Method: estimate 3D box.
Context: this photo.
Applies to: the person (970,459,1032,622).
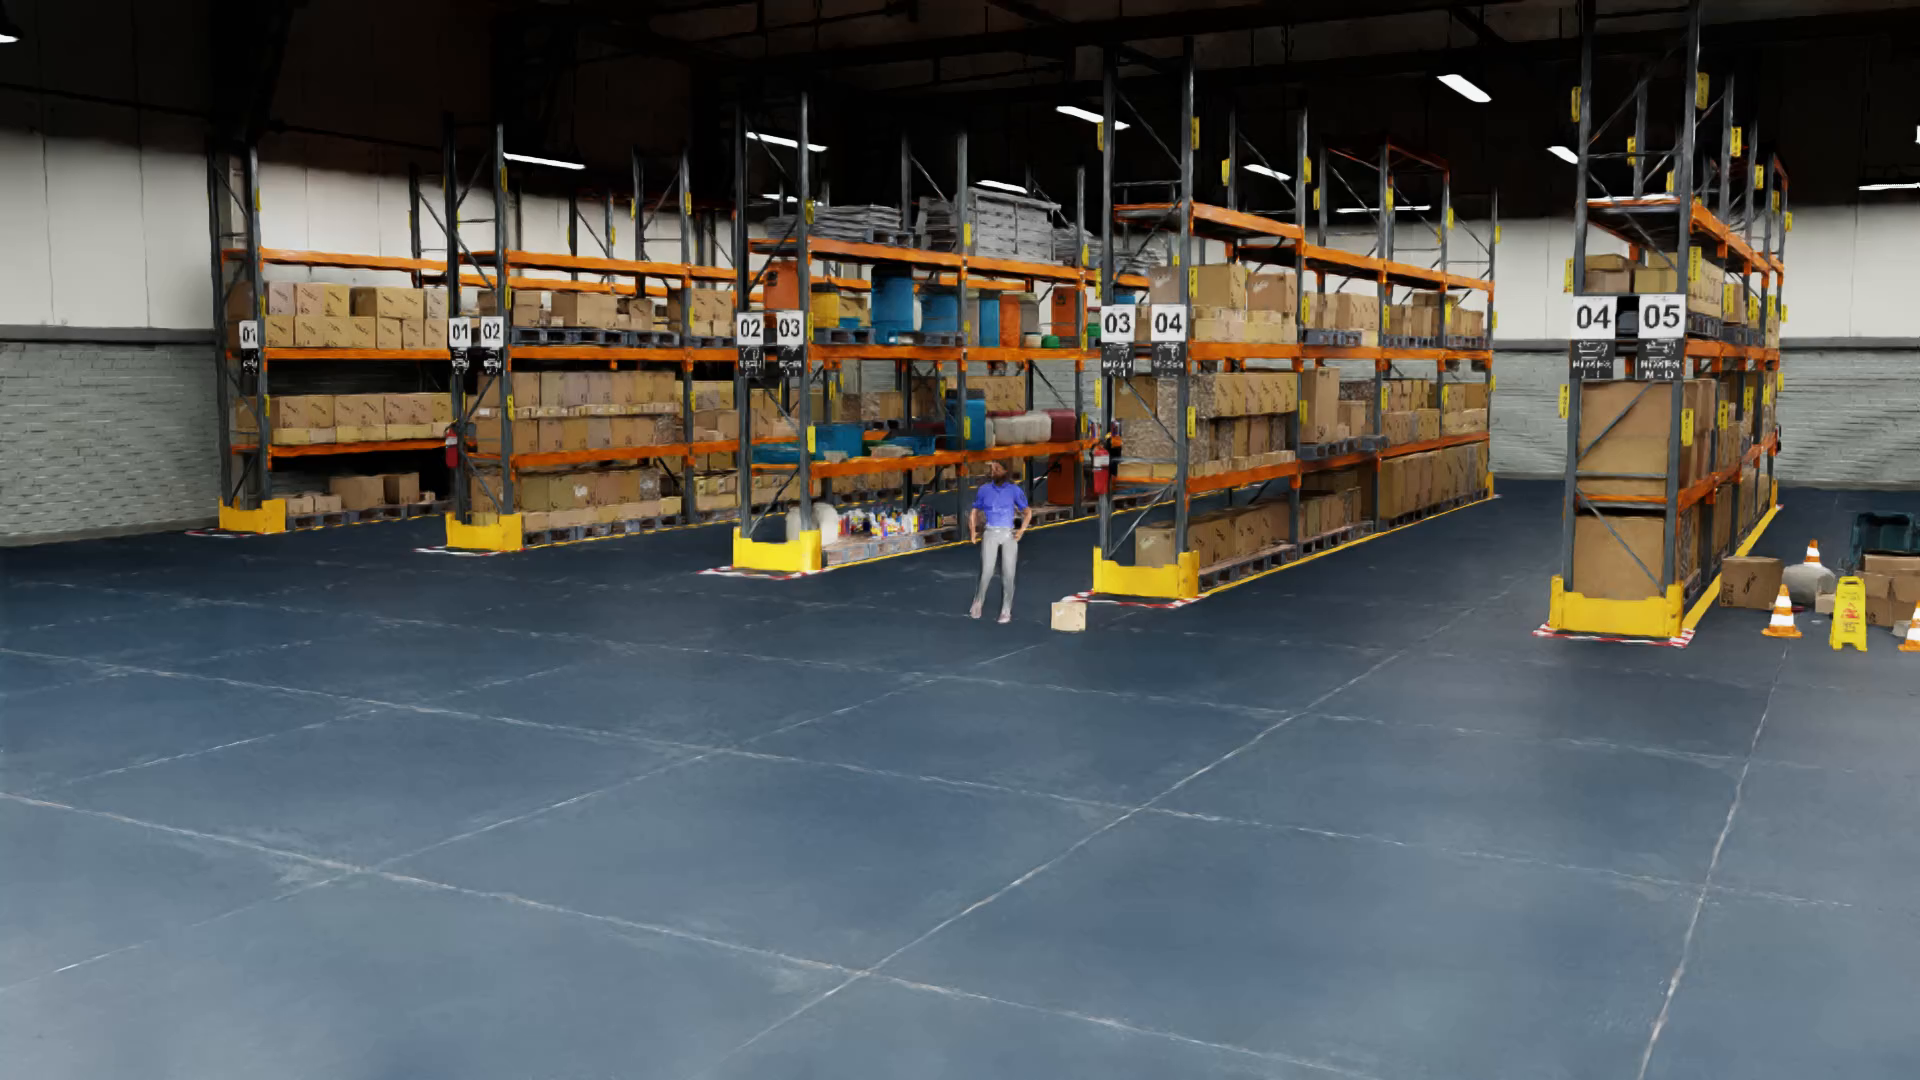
[{"bbox_3d":[0.409,0.008,16.527,0.621,1.627,0.469,0,6,-1],"label":"person"}]
